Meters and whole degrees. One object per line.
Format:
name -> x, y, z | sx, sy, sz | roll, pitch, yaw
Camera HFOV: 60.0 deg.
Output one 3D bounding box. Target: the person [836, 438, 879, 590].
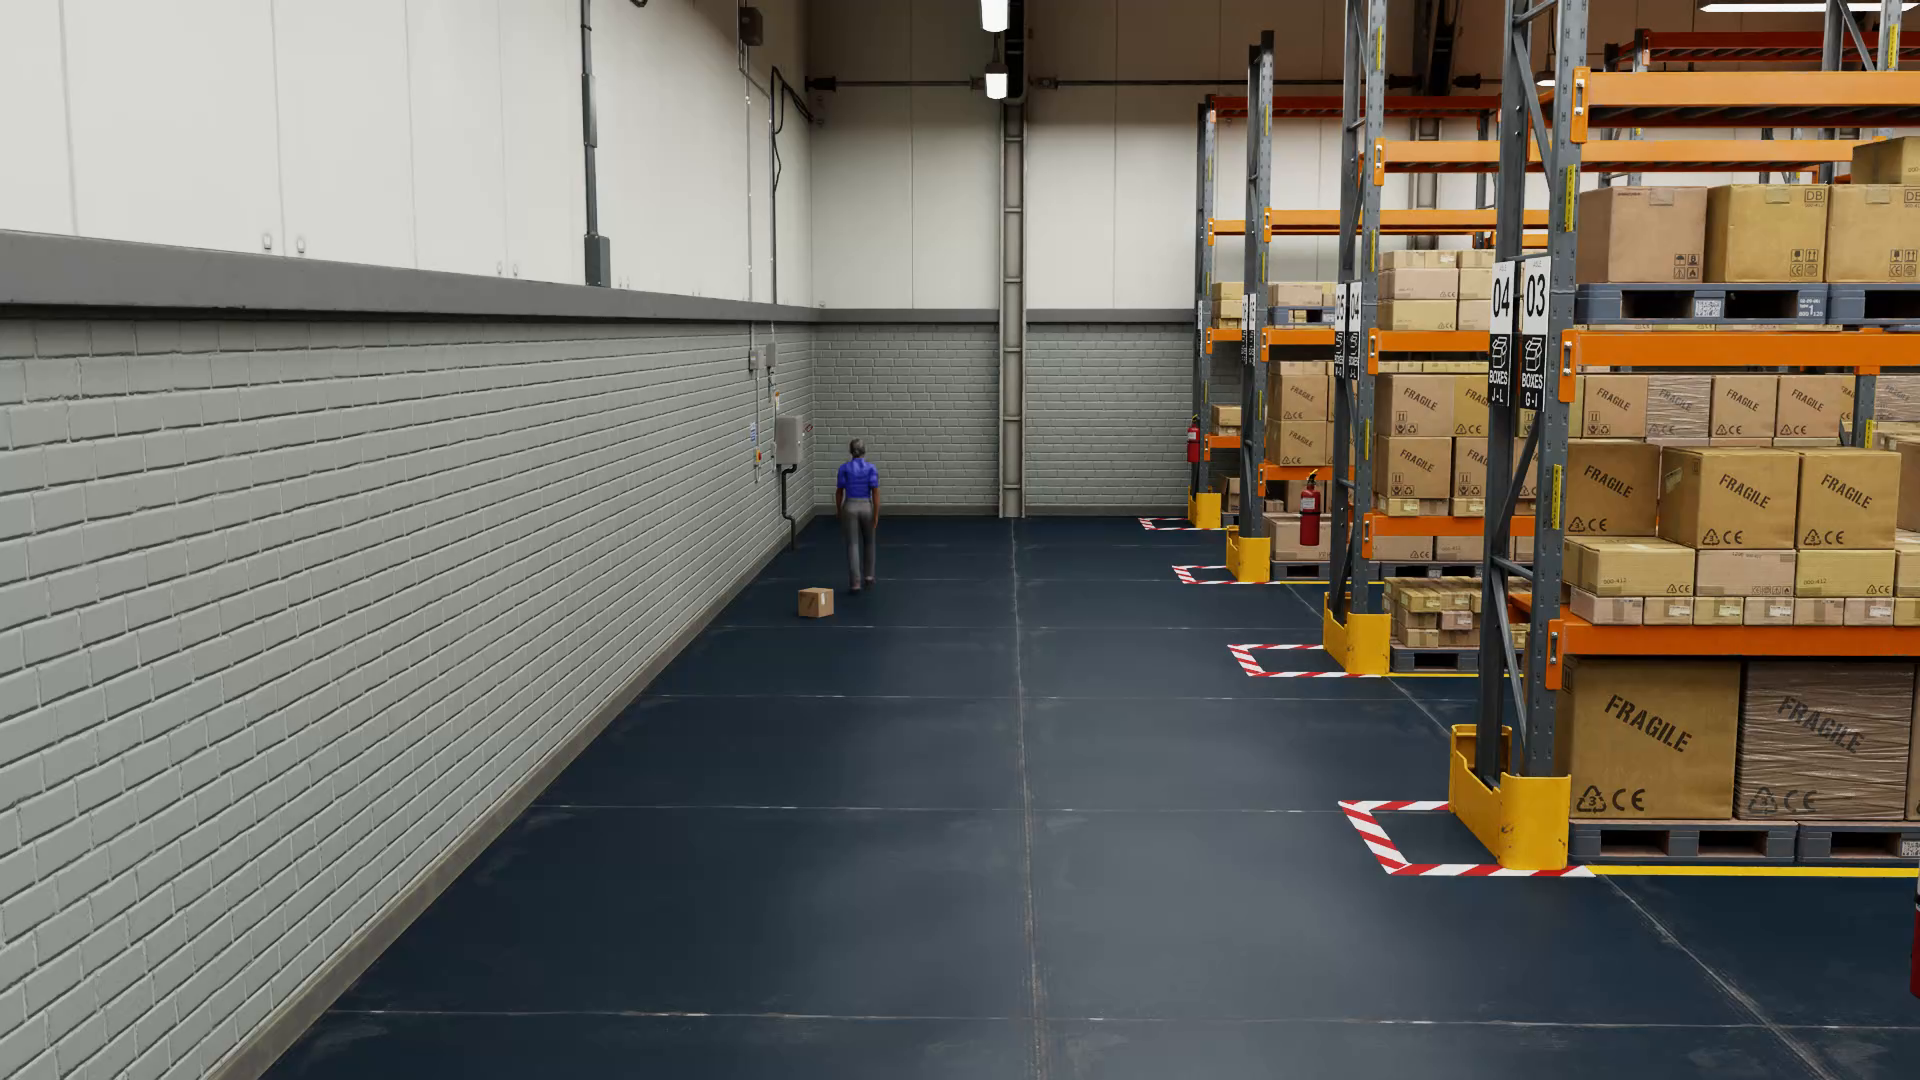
person -> -1.112, -0.287, 18.023 | 0.464, 1.636, 0.915 | -1, 7, -6
